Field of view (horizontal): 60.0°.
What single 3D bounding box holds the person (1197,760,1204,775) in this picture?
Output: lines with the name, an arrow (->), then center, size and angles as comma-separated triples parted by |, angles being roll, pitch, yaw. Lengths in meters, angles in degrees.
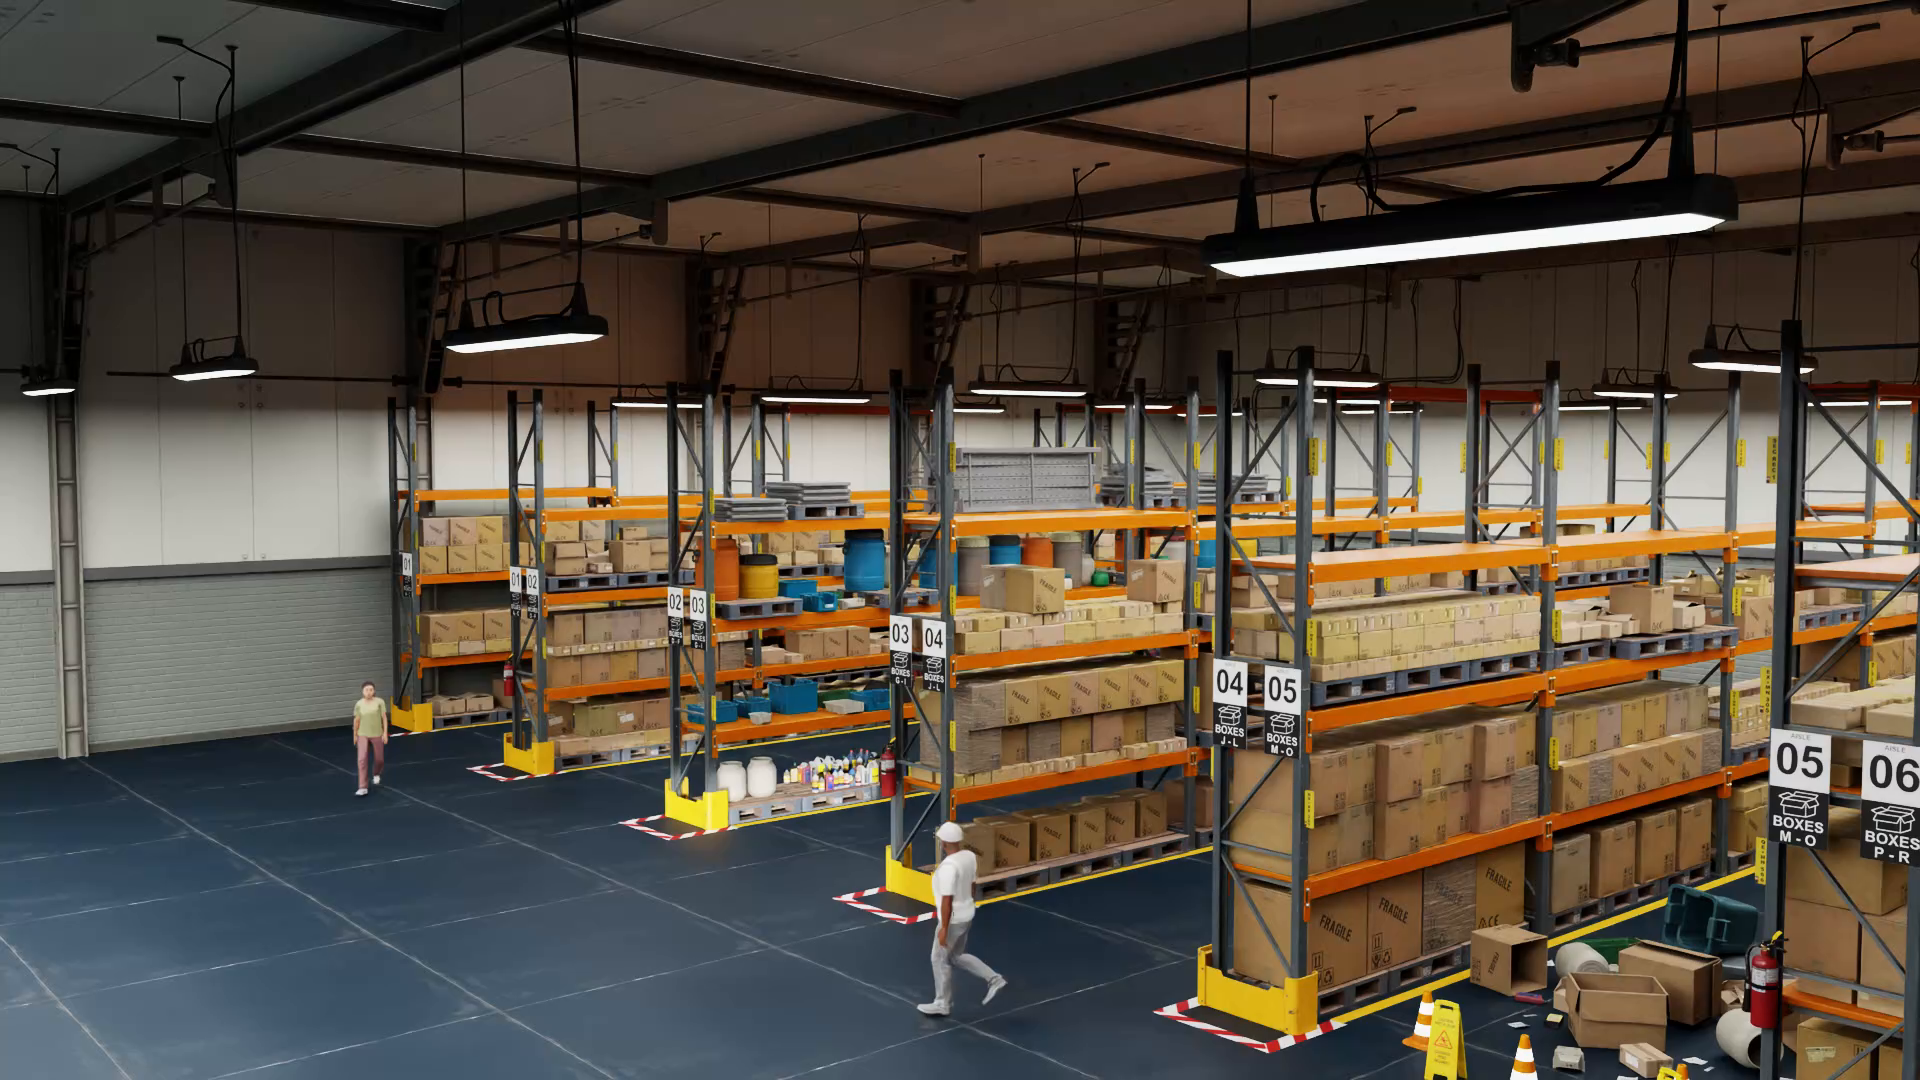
person -> 3.423, 2.947, 23.927 | 0.476, 1.716, 0.551 | 2, 4, 37

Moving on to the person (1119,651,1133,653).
person -> 3.285, 2.460, 31.956 | 0.591, 1.691, 0.695 | -2, 4, -33

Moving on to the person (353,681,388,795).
person -> -8.729, 2.899, 24.621 | 0.494, 1.640, 0.888 | -1, 3, -14

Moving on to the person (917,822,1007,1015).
person -> 0.016, 3.405, 14.958 | 0.797, 1.747, 0.573 | 1, 3, 12
